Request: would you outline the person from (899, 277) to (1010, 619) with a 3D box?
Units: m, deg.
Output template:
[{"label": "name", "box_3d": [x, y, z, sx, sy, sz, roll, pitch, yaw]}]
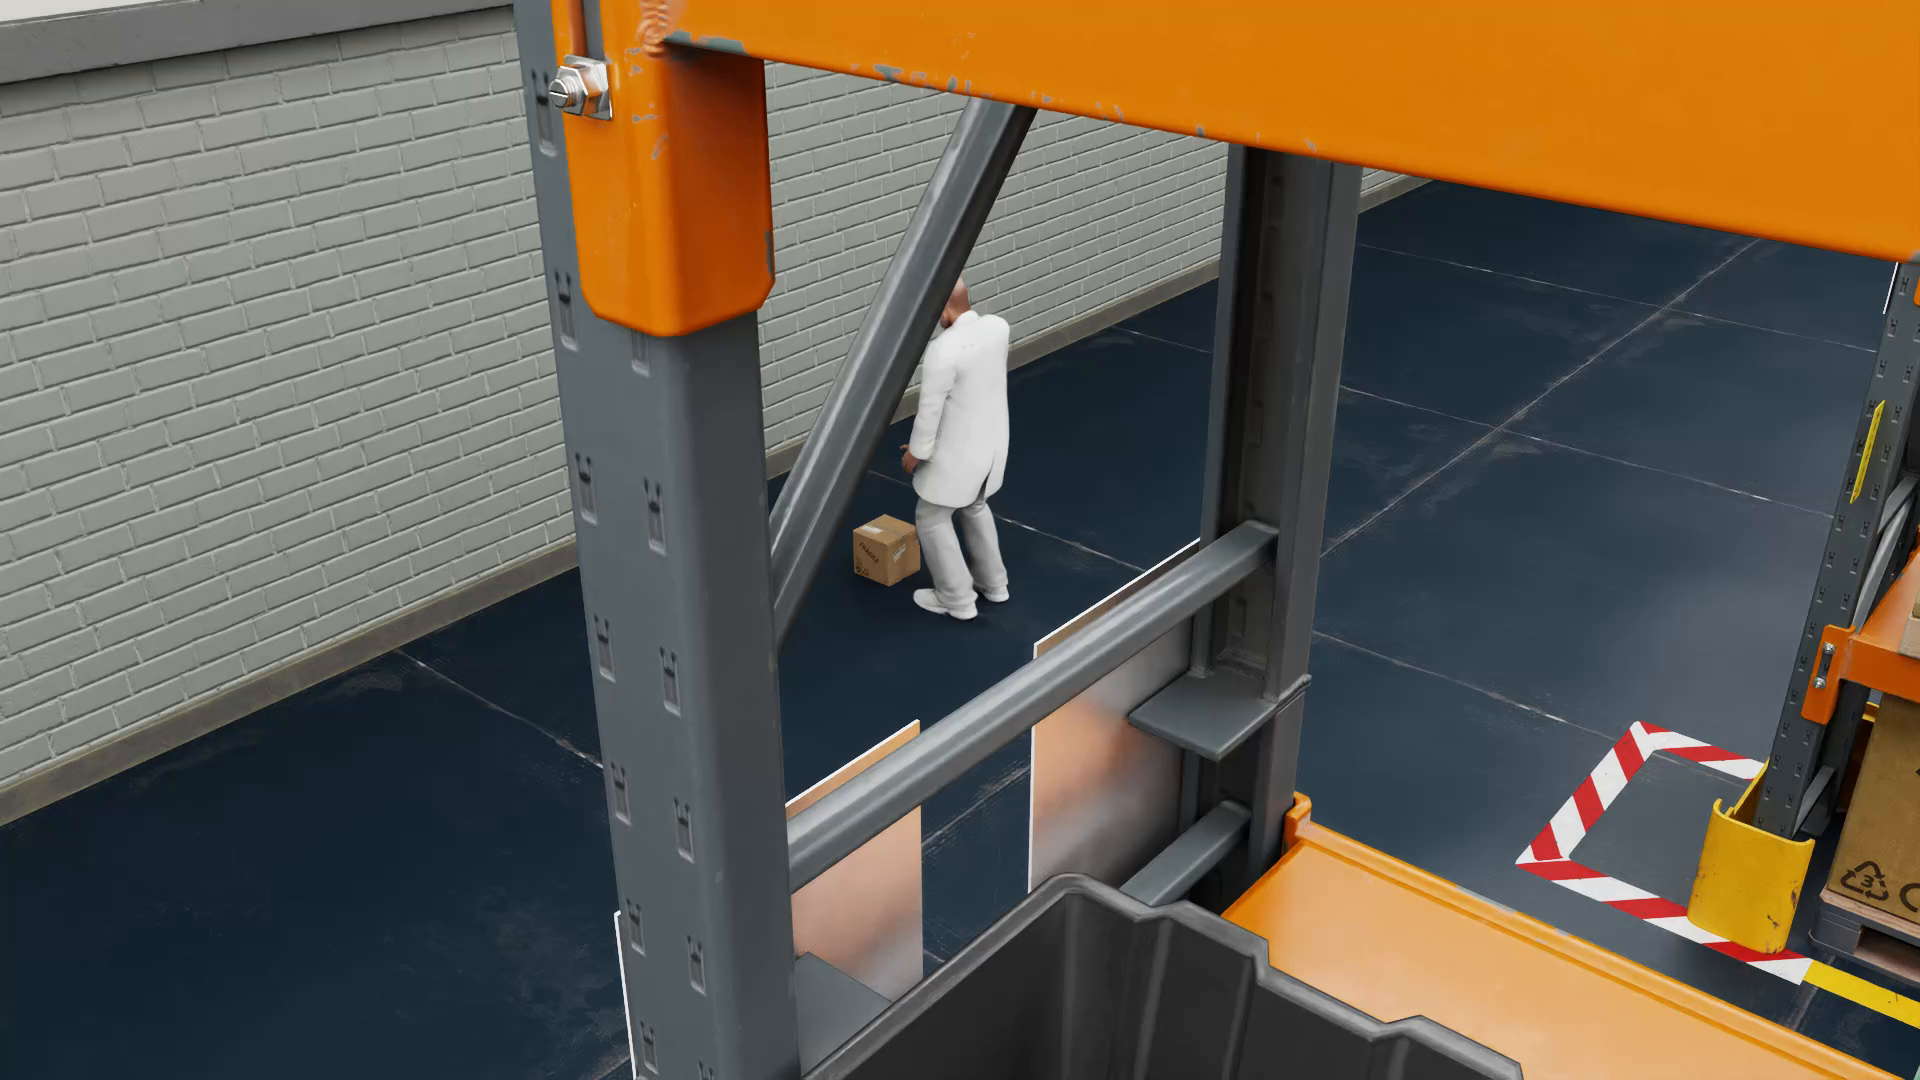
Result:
[{"label": "person", "box_3d": [-0.005, -0.449, 8.074, 0.416, 1.737, 0.587, 22, 34, 36]}]
